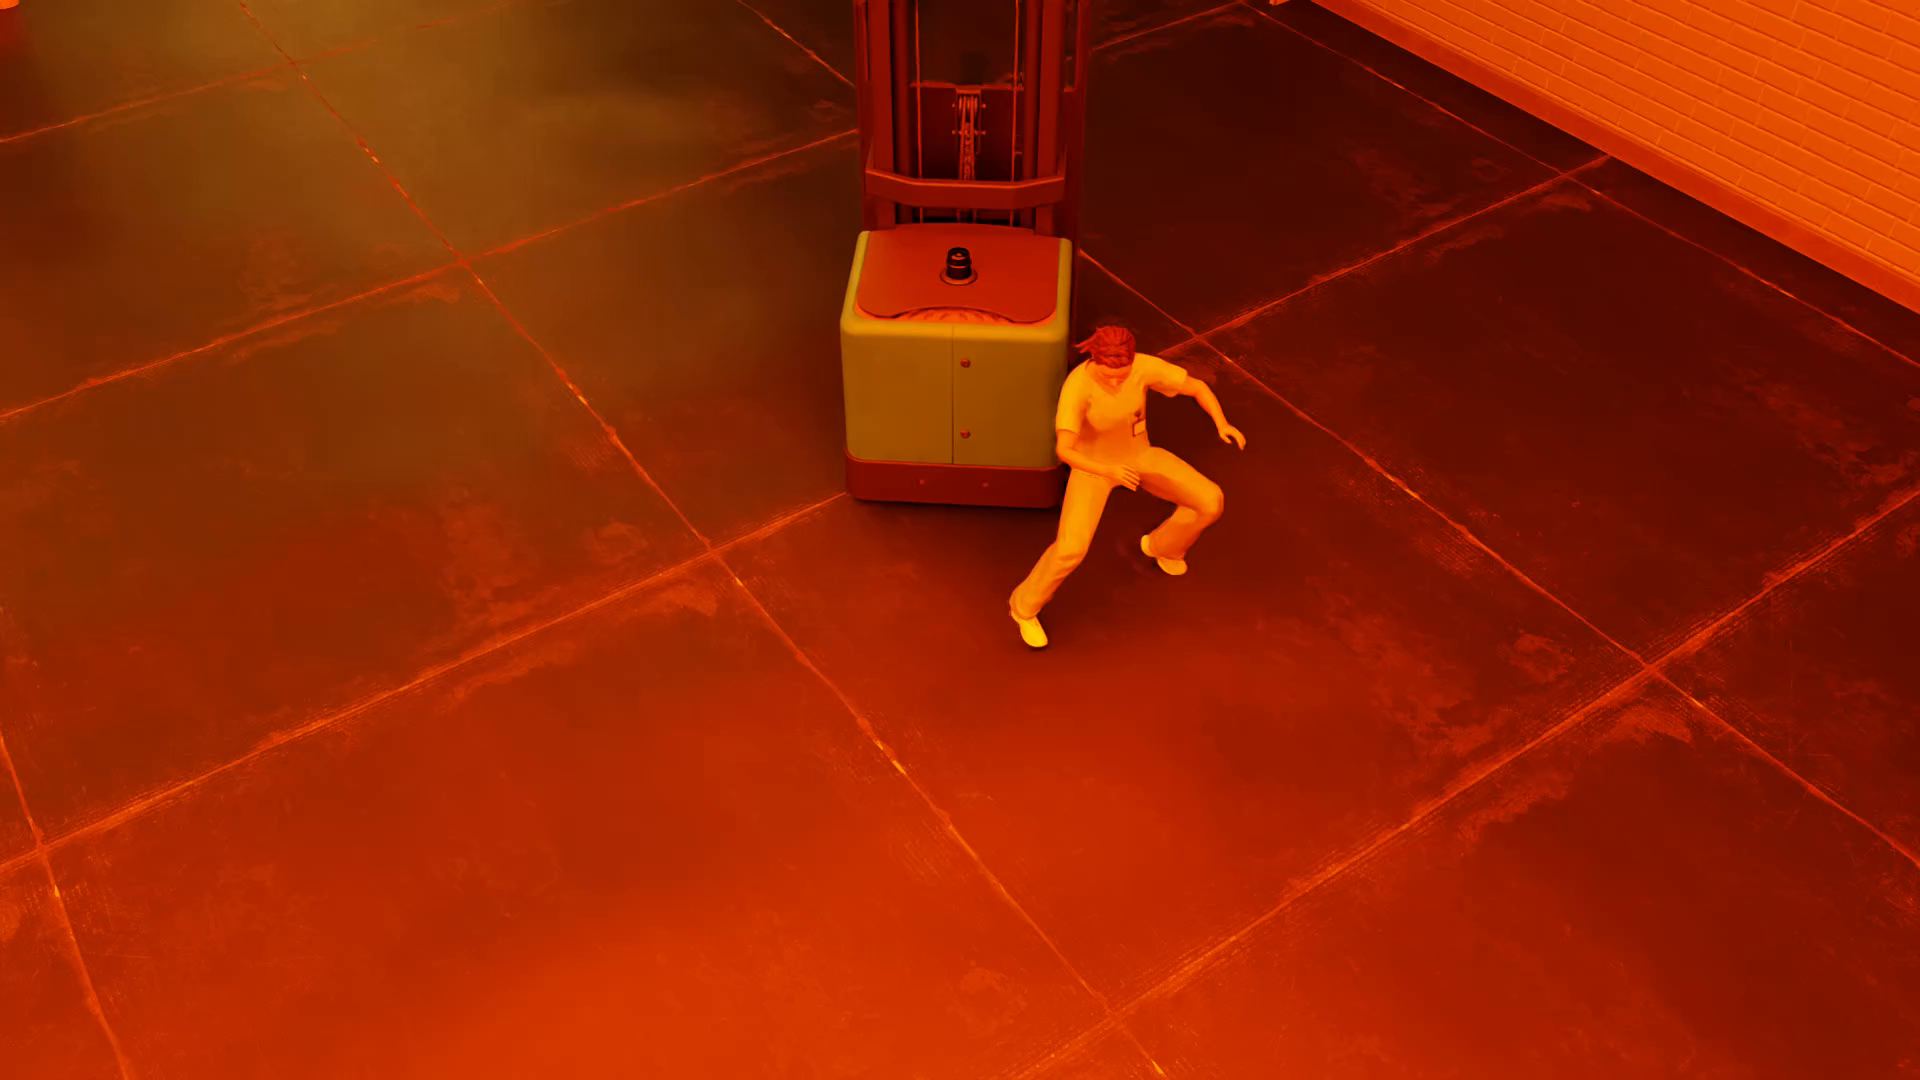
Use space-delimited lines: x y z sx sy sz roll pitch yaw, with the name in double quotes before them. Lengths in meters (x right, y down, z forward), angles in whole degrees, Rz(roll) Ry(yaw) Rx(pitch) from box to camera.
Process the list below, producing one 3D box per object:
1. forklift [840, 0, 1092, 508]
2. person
"forklift" 0.074 -2.219 8.124 1.130 2.935 3.031 3 43 3
"person" 0.680 -0.254 7.107 0.955 1.450 0.685 -10 44 -11
